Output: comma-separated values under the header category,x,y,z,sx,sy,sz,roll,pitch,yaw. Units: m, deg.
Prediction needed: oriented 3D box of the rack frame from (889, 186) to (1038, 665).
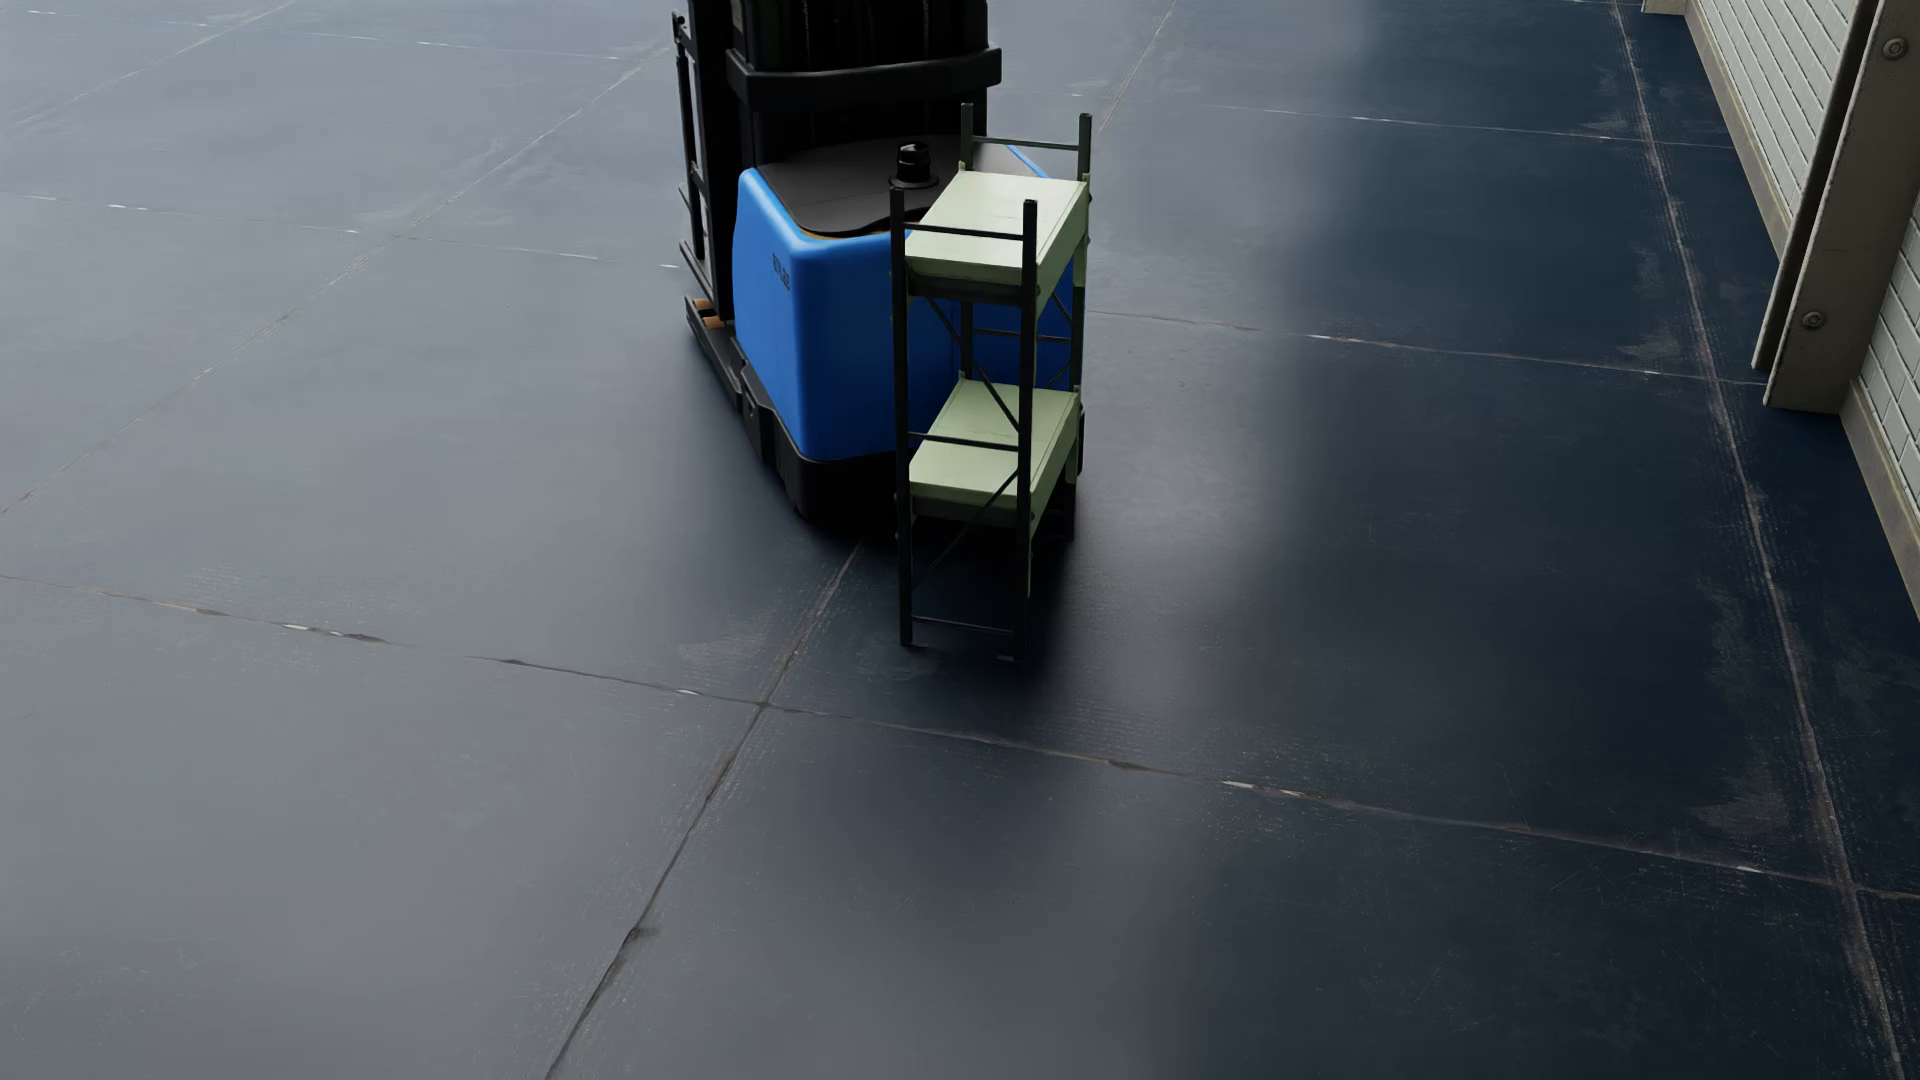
category,x,y,z,sx,sy,sz,roll,pitch,yaw
rack frame,0.008,-0.279,4.791,0.400,1.500,0.023,8,33,13

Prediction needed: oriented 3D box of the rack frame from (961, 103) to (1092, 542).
category,x,y,z,sx,sy,sz,roll,pitch,yaw
rack frame,0.198,-0.658,5.388,0.400,1.500,0.023,8,33,13

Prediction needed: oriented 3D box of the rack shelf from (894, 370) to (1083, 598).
category,x,y,z,sx,sy,sz,roll,pitch,yaw
rack shelf,0.103,-0.194,5.264,0.431,0.370,0.720,8,33,13

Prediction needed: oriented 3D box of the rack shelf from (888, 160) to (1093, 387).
category,x,y,z,sx,sy,sz,roll,pitch,yaw
rack shelf,0.103,-0.798,4.880,0.431,0.370,0.720,8,33,13

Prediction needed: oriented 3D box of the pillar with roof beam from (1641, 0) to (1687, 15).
category,x,y,z,sx,sy,sz,roll,pitch,yaw
pillar with roof beam,0.745,-8.110,10.119,9.100,9.000,0.400,8,33,12

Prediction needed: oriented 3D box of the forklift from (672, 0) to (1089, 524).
category,x,y,z,sx,sy,sz,roll,pitch,yaw
forklift,-0.531,-2.073,6.280,1.130,2.935,3.031,-11,34,-16

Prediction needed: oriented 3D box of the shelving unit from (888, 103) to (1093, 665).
category,x,y,z,sx,sy,sz,roll,pitch,yaw
shelving unit,0.103,-0.469,5.089,0.431,1.500,0.755,8,33,13

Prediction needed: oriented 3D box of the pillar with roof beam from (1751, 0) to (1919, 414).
category,x,y,z,sx,sy,sz,roll,pitch,yaw
pillar with roof beam,-0.778,-4.996,5.221,9.100,9.000,0.400,8,33,12
